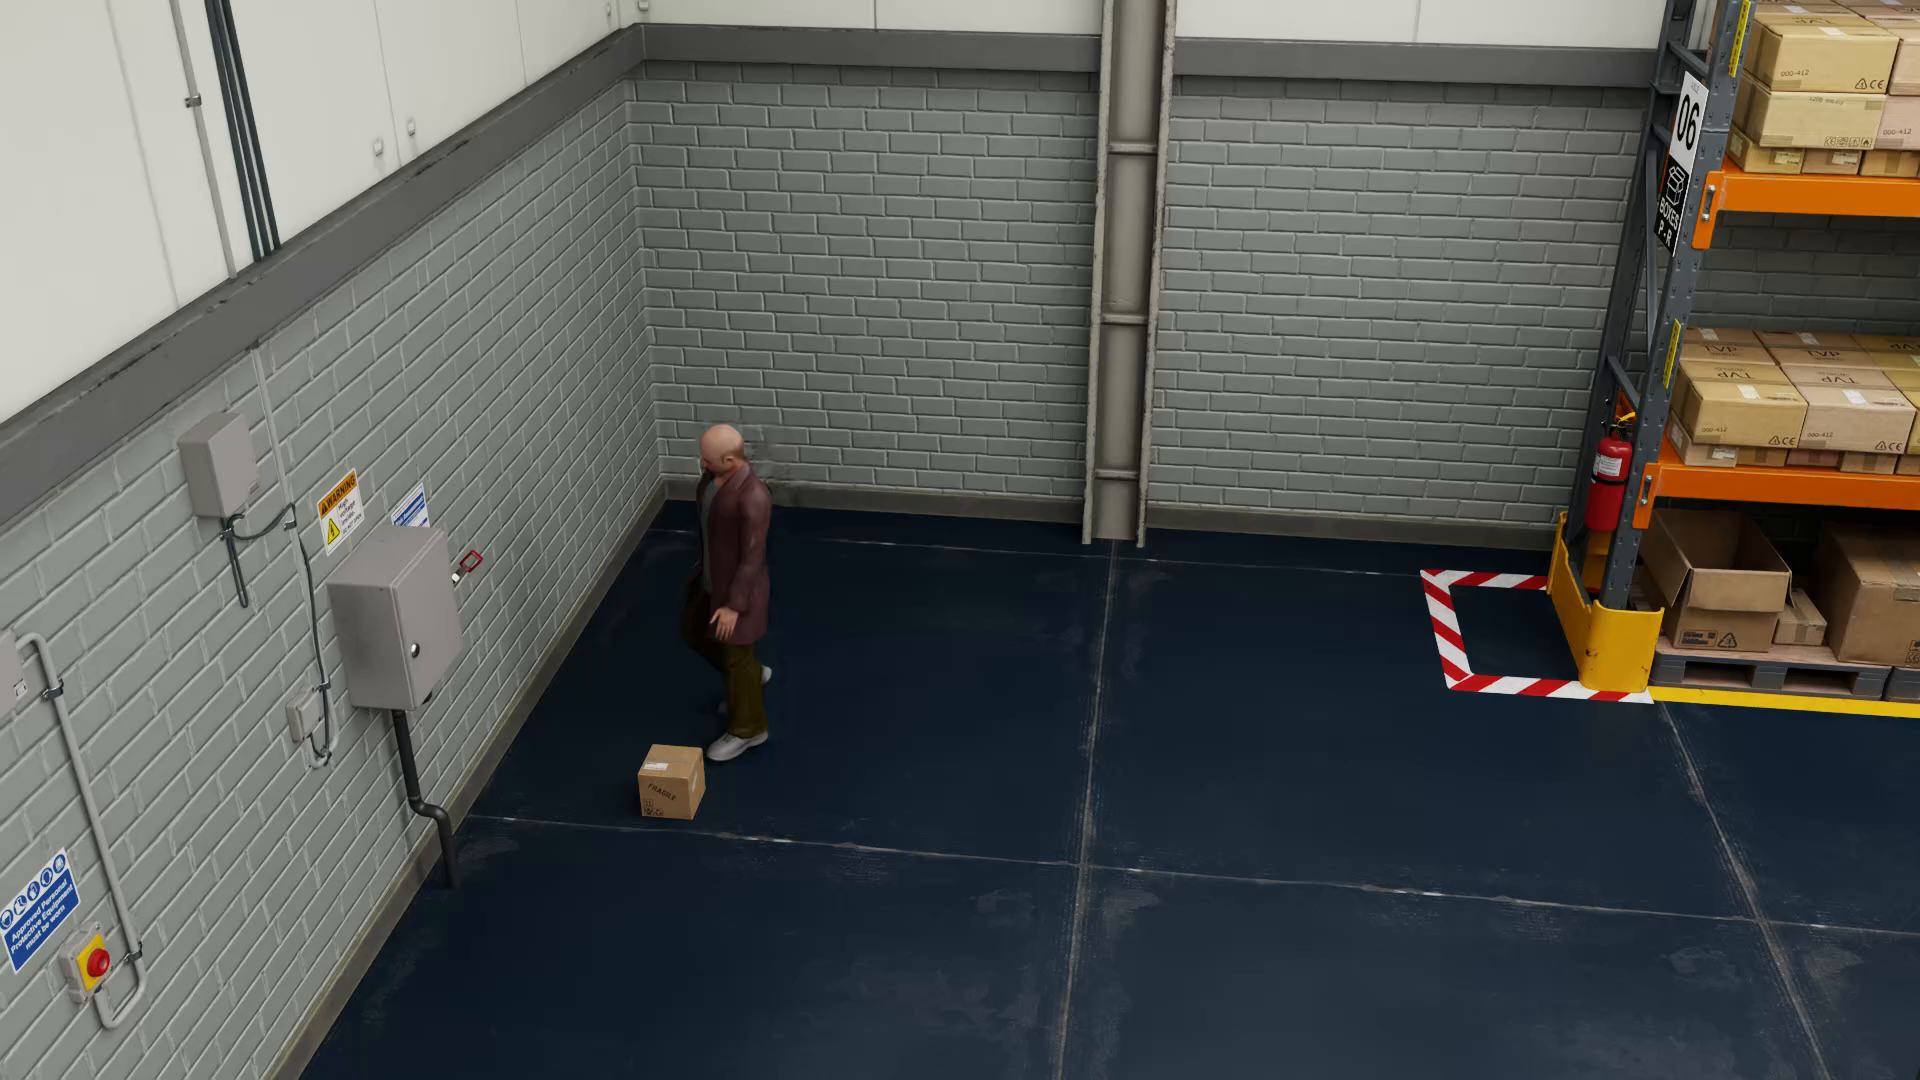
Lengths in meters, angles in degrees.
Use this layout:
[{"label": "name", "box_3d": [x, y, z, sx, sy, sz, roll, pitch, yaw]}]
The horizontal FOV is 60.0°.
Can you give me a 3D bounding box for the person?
[{"label": "person", "box_3d": [-1.131, 0.230, 8.189, 0.515, 1.792, 0.620, -16, 32, -27]}]
